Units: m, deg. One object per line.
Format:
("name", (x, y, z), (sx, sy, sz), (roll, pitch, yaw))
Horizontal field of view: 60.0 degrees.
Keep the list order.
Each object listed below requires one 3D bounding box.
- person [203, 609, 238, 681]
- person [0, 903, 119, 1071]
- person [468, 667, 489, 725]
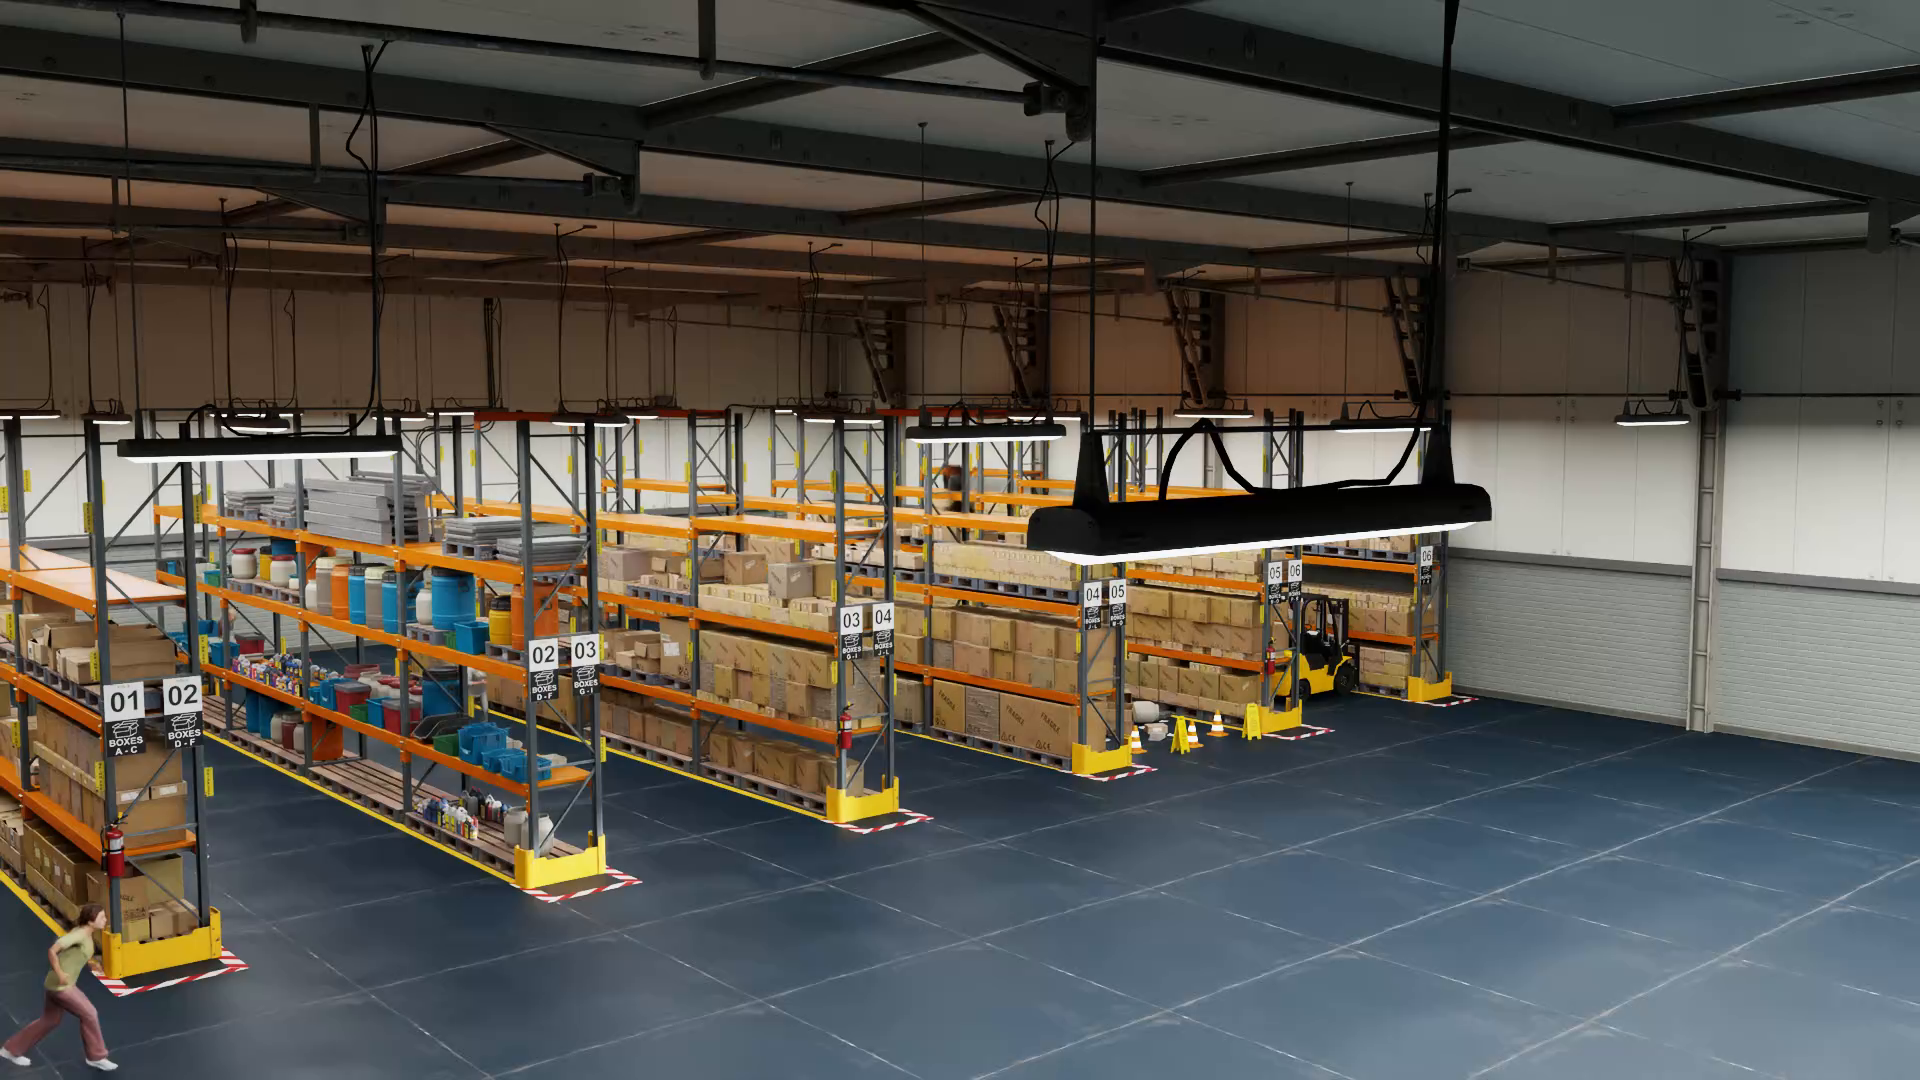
("person", (-16.222, 2.310, 36.610), (0.923, 1.602, 0.733), (0, 5, 0))
("person", (-8.397, 4.199, 15.429), (1.003, 1.627, 0.617), (-1, 5, -12))
("person", (-8.837, 2.850, 30.358), (0.498, 1.626, 0.824), (-5, 7, -42))
